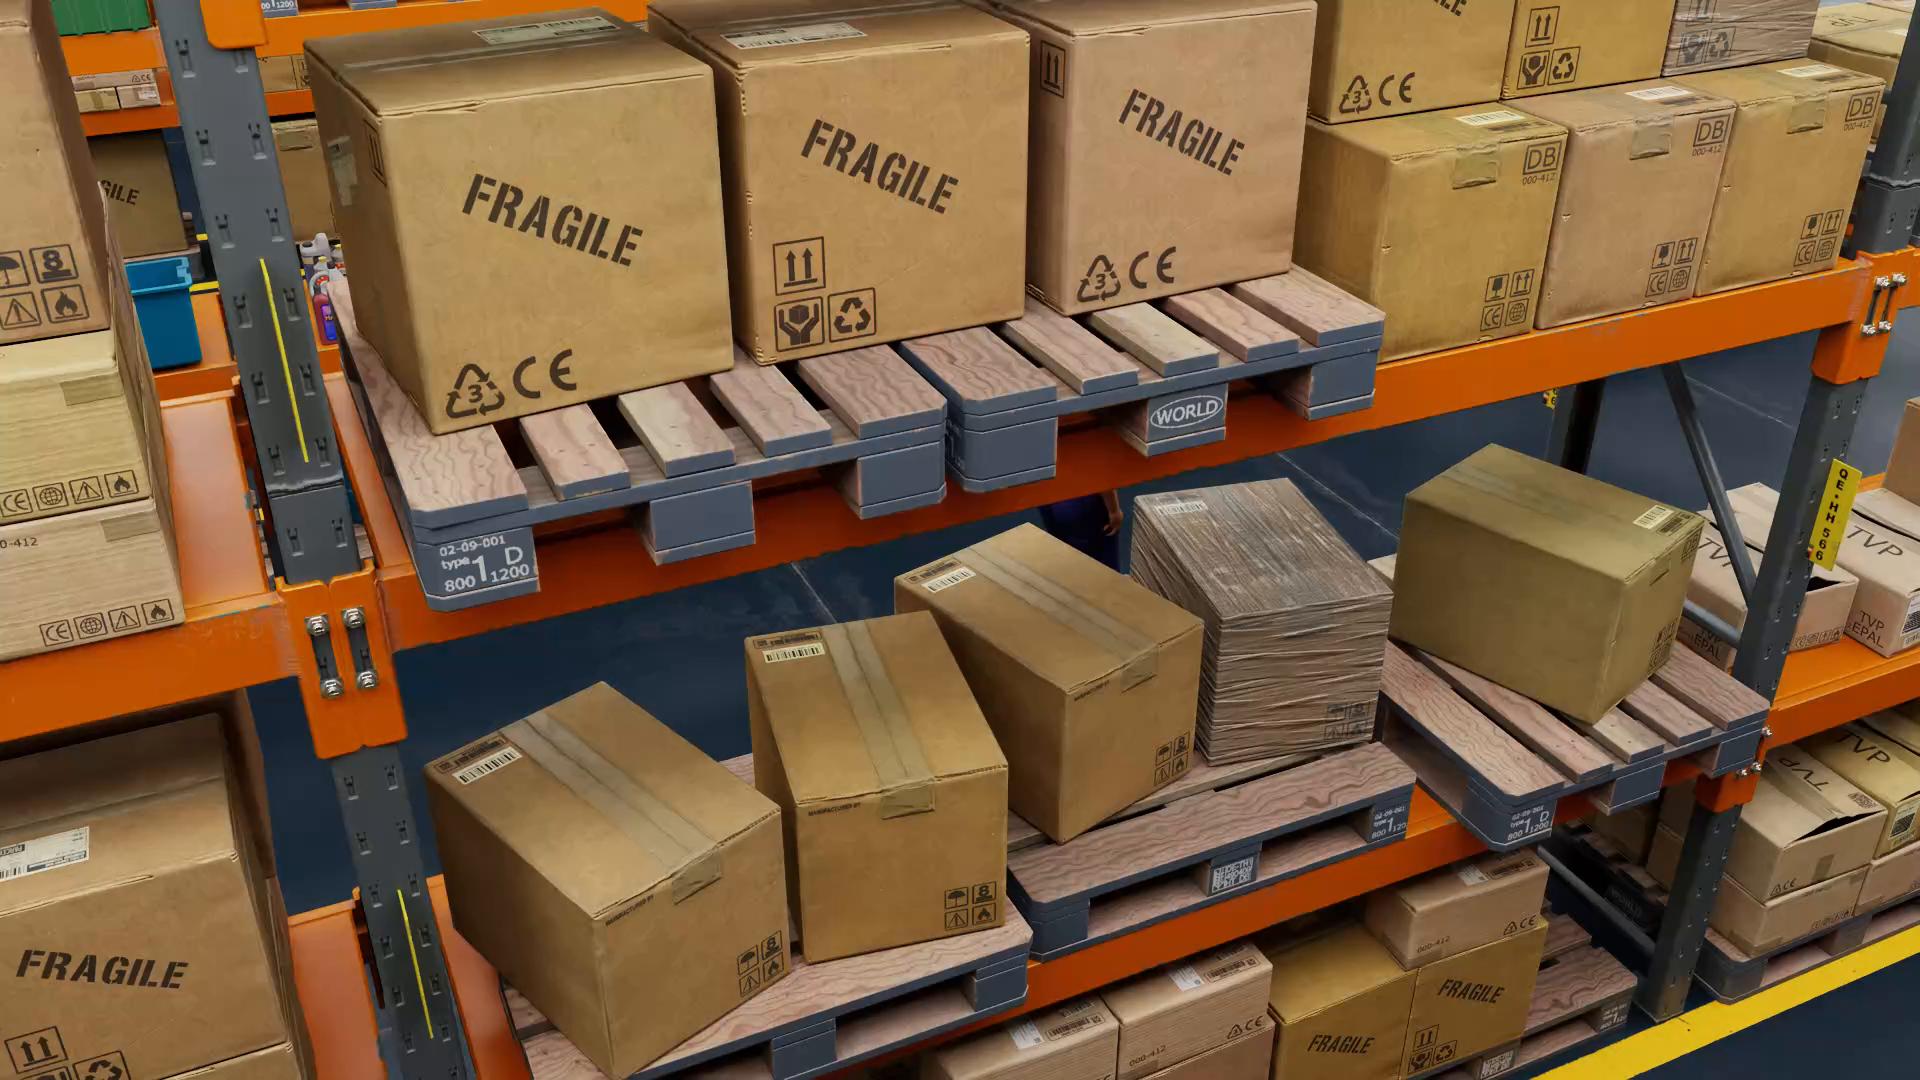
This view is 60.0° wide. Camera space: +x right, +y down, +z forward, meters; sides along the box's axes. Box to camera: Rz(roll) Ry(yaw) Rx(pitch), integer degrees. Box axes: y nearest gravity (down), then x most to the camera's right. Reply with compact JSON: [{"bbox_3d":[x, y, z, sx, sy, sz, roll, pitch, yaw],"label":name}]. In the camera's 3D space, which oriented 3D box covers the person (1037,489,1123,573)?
[{"bbox_3d":[0.550,-0.204,7.496,0.377,1.651,0.561,-15,33,-25],"label":"person"}]
